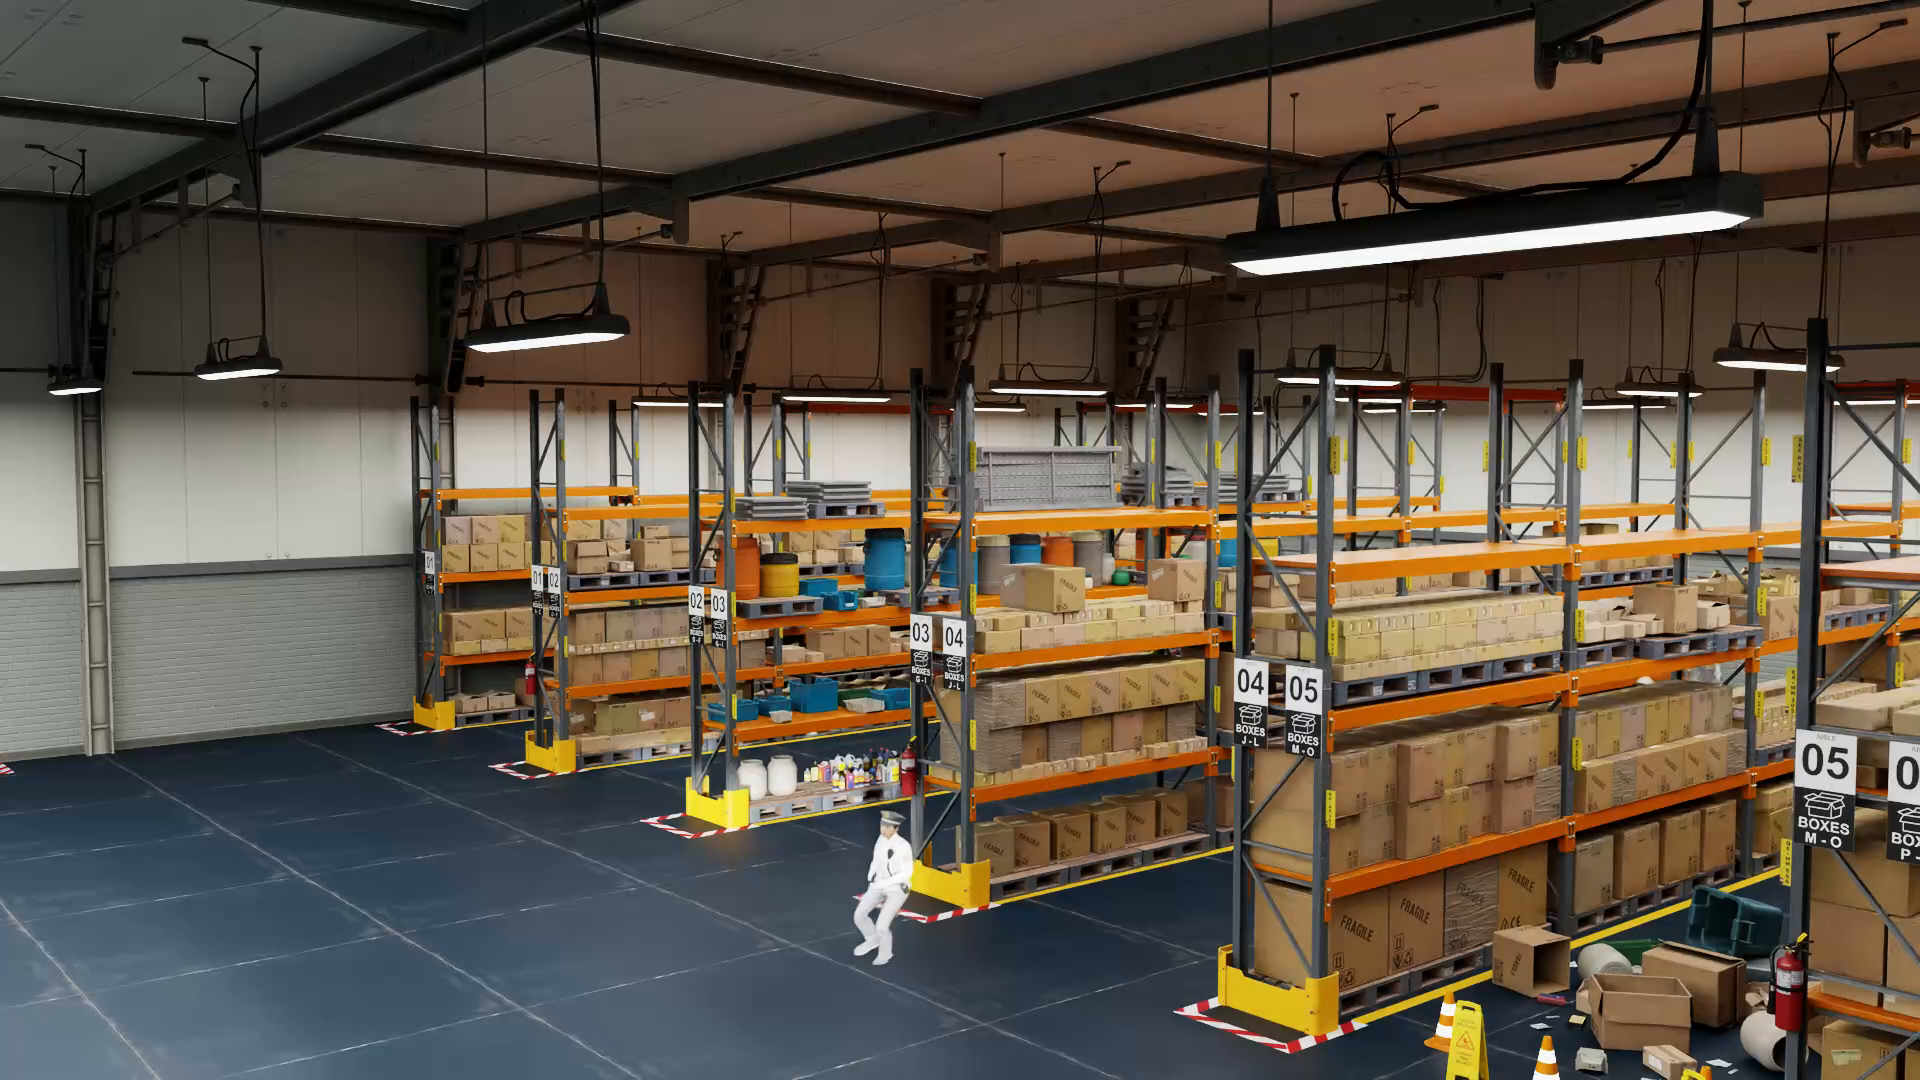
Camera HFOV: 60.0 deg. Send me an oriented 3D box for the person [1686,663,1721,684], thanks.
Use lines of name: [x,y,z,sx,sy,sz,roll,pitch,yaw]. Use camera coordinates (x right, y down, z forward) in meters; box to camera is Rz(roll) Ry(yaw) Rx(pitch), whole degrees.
person: [13.488,2.618,30.141,0.547,1.527,0.724,1,3,13]

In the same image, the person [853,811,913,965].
person: [-0.770,3.432,16.318,0.788,1.609,0.578,3,4,38]

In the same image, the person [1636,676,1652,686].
person: [9.898,2.860,24.191,0.666,1.787,0.728,3,4,41]
